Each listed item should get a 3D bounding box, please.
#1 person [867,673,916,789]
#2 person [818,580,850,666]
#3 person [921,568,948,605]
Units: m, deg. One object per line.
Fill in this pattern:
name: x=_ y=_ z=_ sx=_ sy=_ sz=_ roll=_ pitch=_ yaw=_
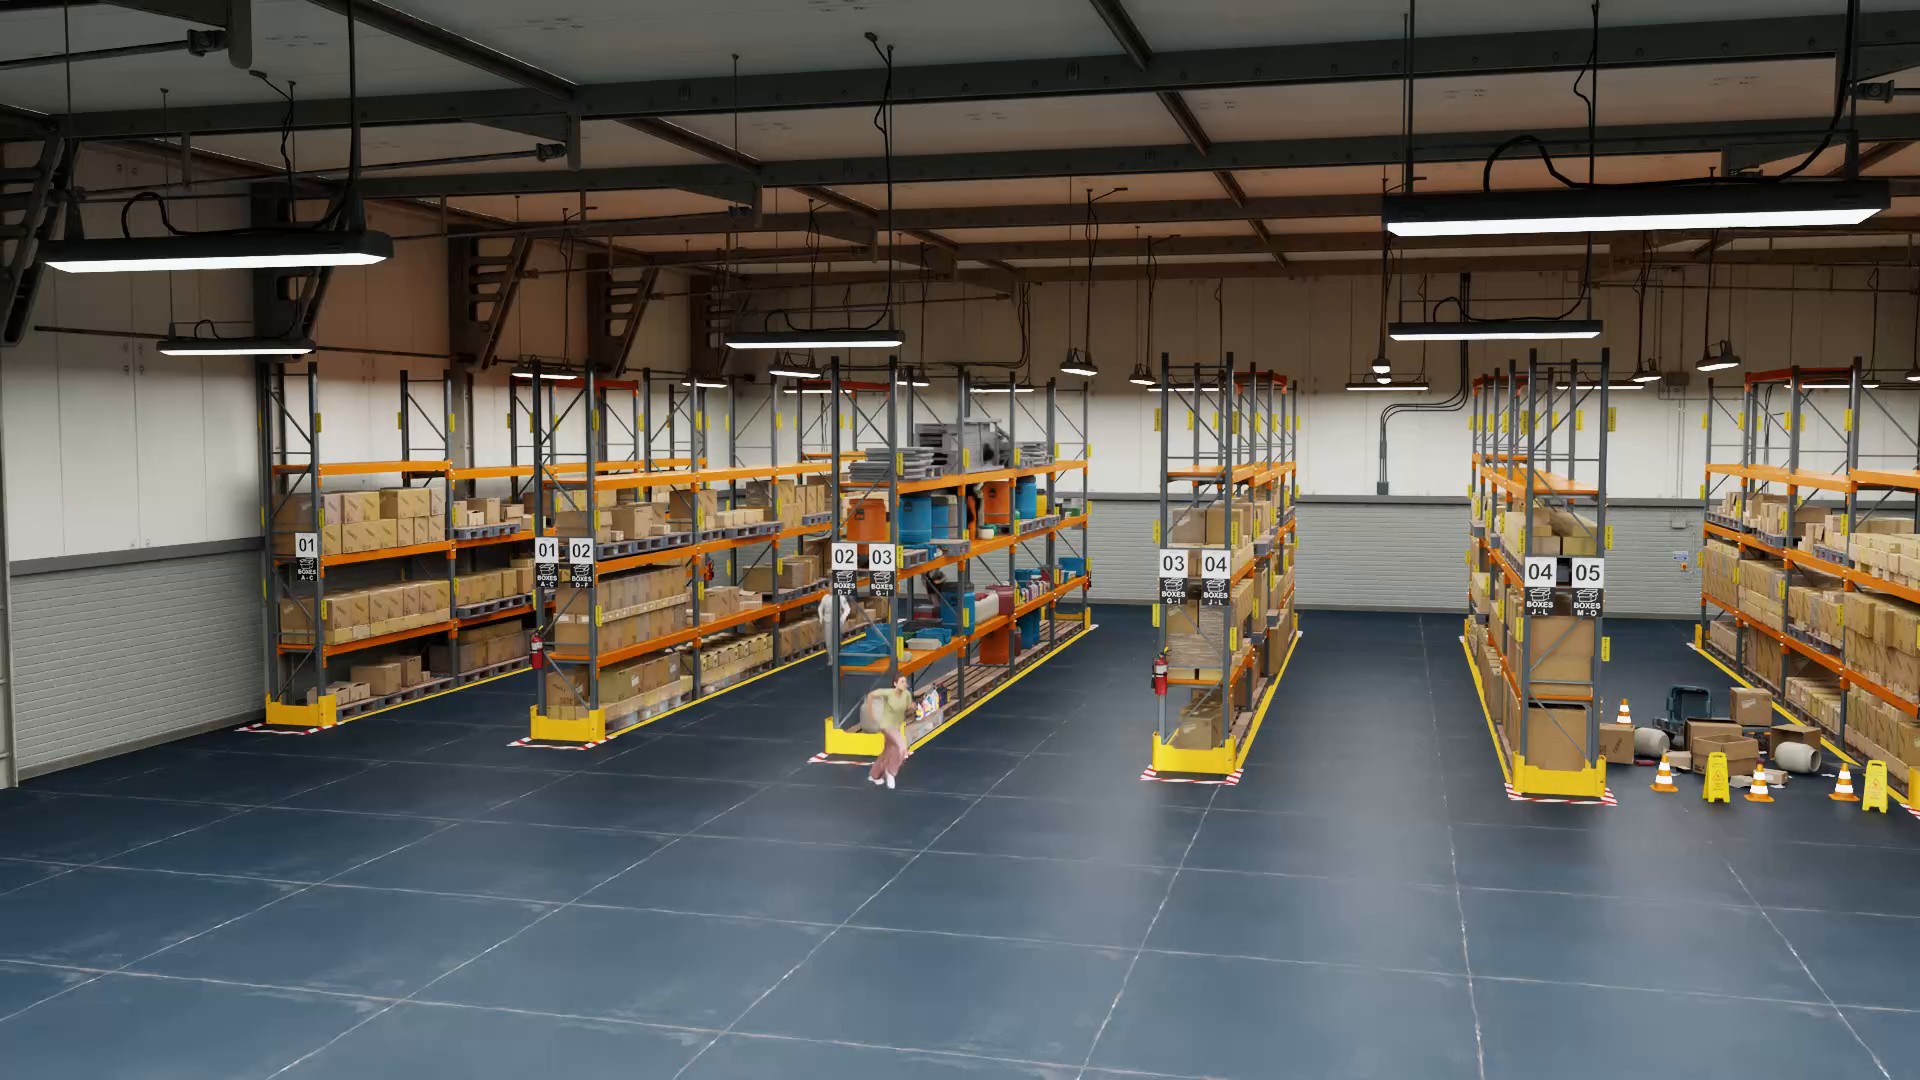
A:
person: x=-0.945 y=2.579 z=22.674 sx=0.851 sy=1.591 sz=0.569 roll=4 pitch=5 yaw=43
person: x=-2.469 y=1.597 z=32.411 sx=0.662 sy=1.658 sz=0.582 roll=1 pitch=4 yaw=10
person: x=-0.631 y=1.303 z=40.572 sx=0.667 sy=1.699 sz=0.930 roll=0 pitch=4 yaw=3
